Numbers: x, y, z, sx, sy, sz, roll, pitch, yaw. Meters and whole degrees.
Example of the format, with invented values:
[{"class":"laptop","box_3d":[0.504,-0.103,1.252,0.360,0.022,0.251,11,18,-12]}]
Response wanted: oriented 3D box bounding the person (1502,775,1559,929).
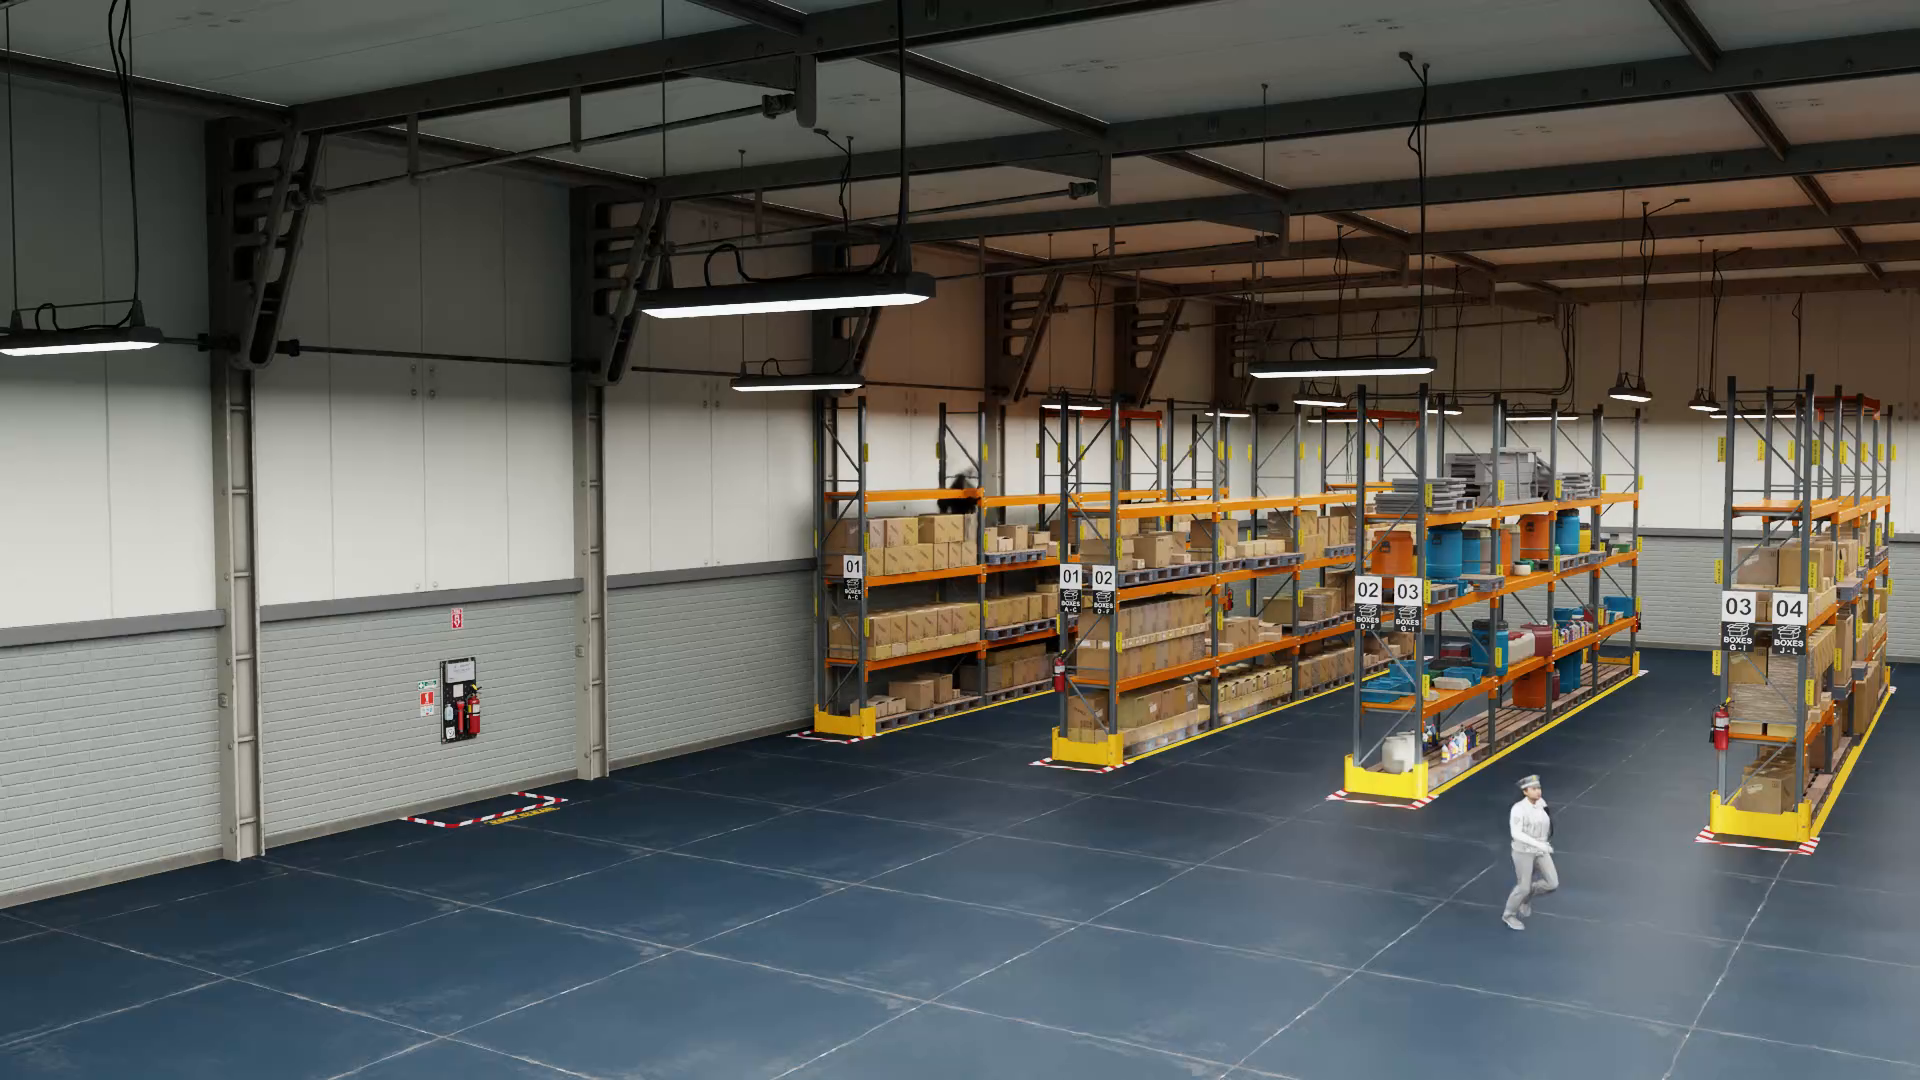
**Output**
[{"class":"person","box_3d":[6.003,3.263,17.398,0.639,1.658,0.679,-1,3,-25]}]
